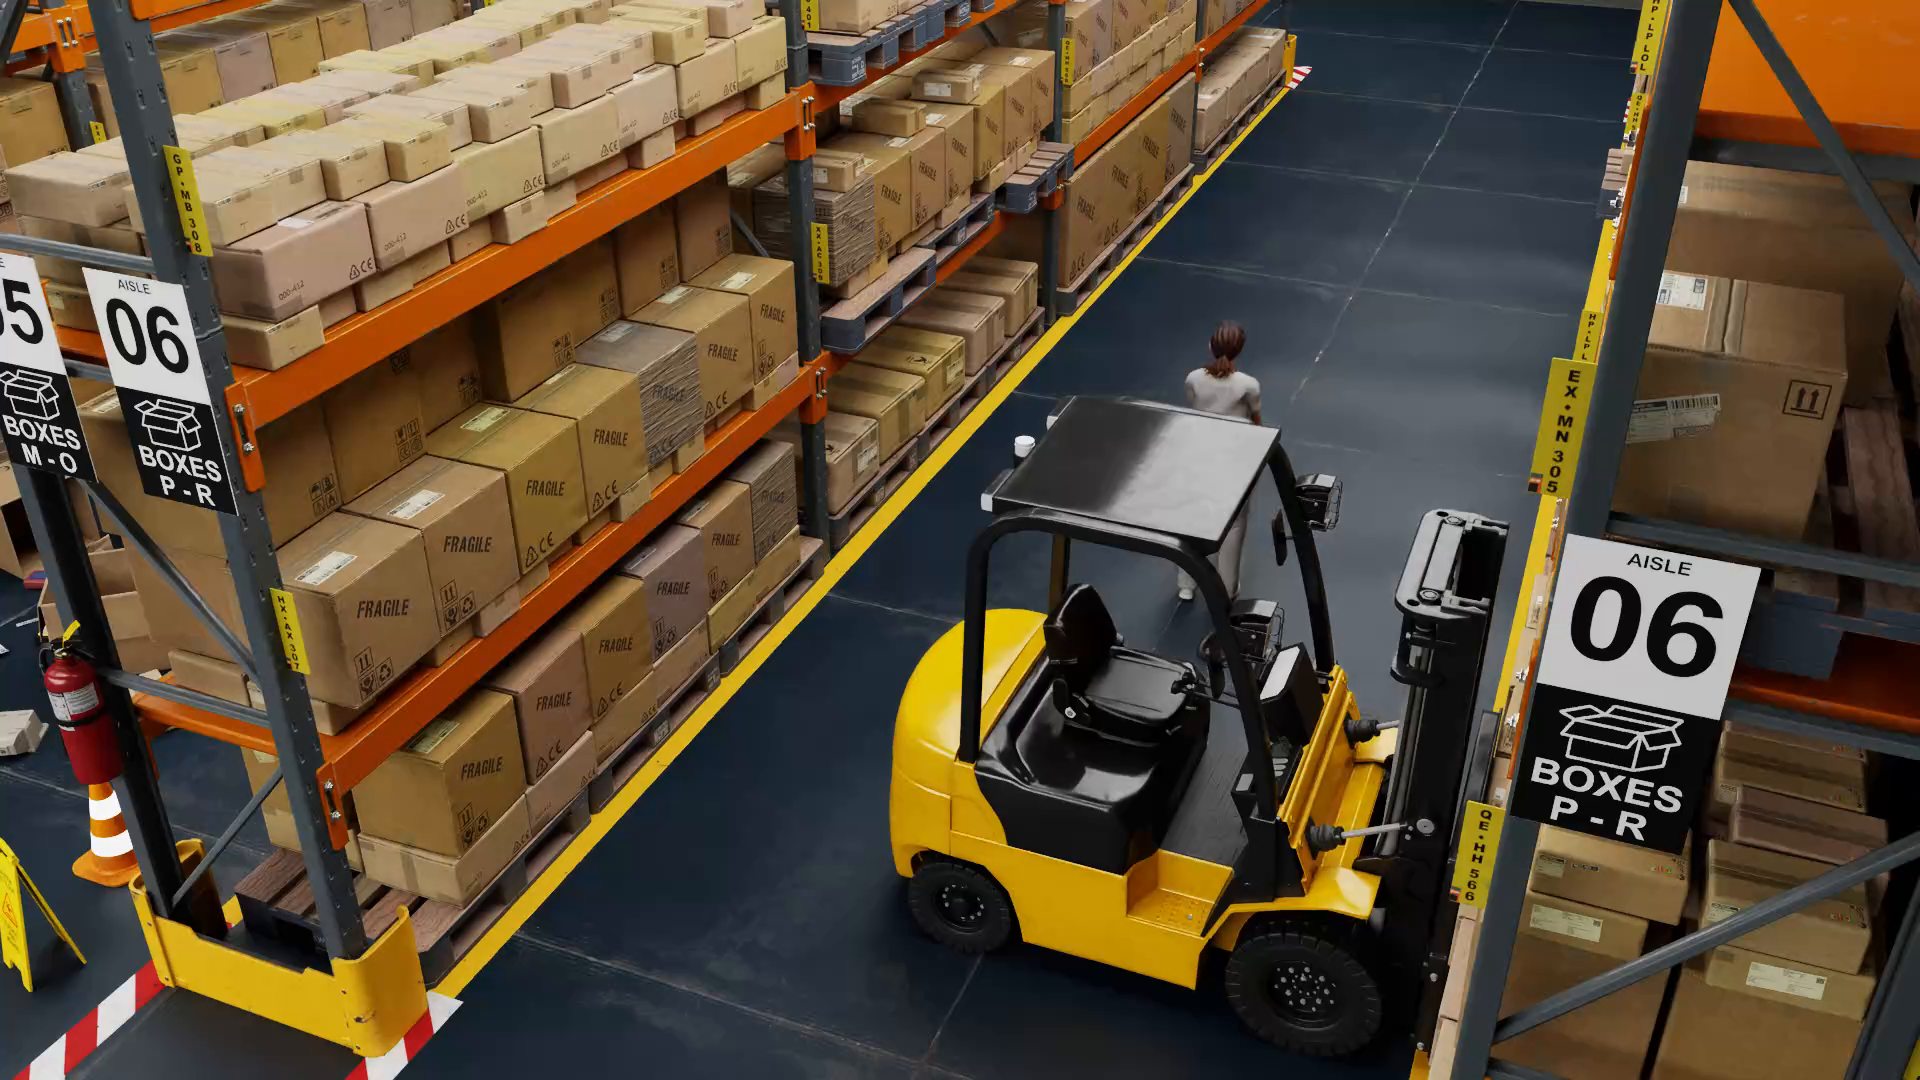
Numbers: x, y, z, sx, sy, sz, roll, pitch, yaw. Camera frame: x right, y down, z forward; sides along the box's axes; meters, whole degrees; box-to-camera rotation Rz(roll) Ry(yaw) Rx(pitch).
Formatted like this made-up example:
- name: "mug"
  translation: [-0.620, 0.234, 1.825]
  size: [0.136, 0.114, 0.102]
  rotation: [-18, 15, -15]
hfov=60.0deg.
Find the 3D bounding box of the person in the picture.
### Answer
- name: "person"
  translation: [1.441, -0.454, 9.203]
  size: [0.410, 1.668, 0.500]
  rotation: [11, 31, 18]
